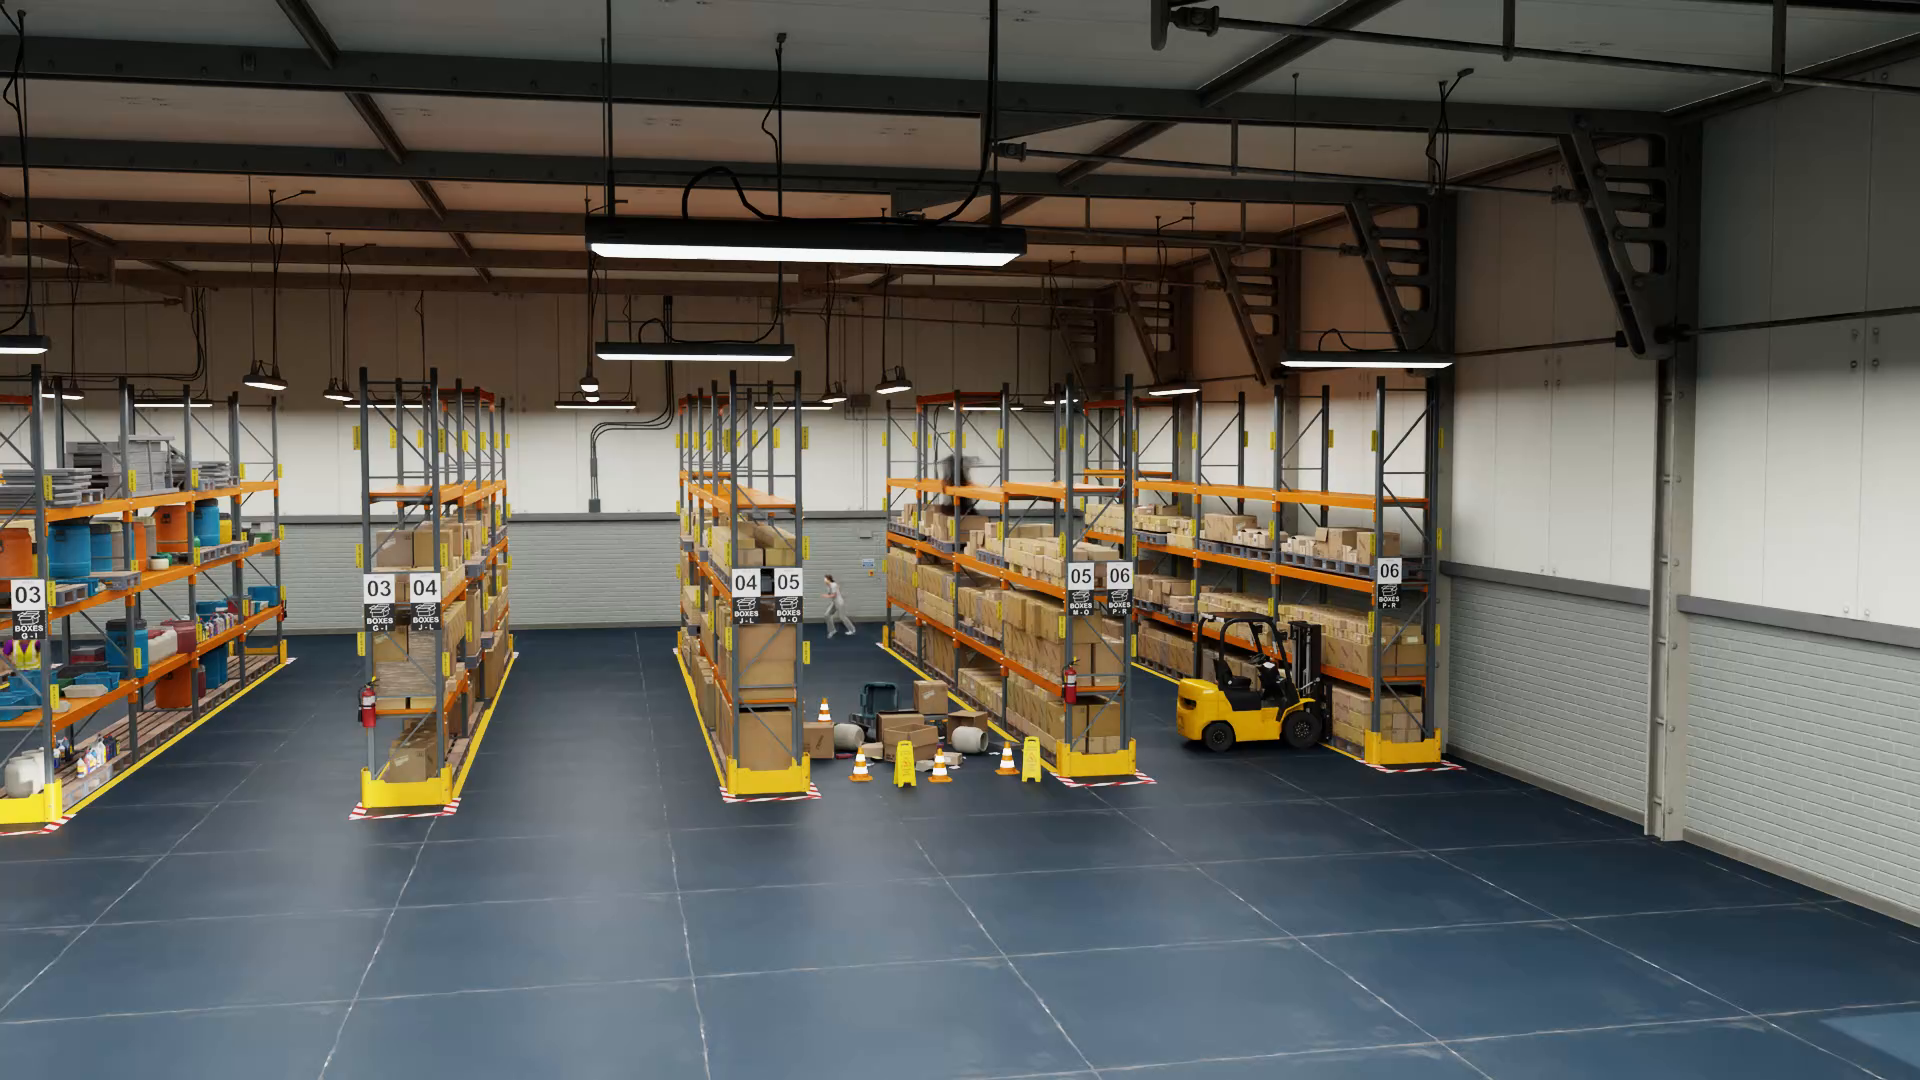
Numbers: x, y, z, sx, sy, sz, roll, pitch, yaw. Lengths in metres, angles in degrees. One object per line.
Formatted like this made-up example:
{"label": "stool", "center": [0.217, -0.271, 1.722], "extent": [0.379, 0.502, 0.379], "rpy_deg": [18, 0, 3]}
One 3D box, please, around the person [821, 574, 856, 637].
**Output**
{"label": "person", "center": [-3.102, 1.695, 42.467], "extent": [0.916, 1.649, 0.608], "rpy_deg": [-1, 4, -16]}

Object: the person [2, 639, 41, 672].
{"label": "person", "center": [-17.033, 2.358, 30.283], "extent": [0.700, 1.711, 0.688], "rpy_deg": [-2, 4, -26]}
